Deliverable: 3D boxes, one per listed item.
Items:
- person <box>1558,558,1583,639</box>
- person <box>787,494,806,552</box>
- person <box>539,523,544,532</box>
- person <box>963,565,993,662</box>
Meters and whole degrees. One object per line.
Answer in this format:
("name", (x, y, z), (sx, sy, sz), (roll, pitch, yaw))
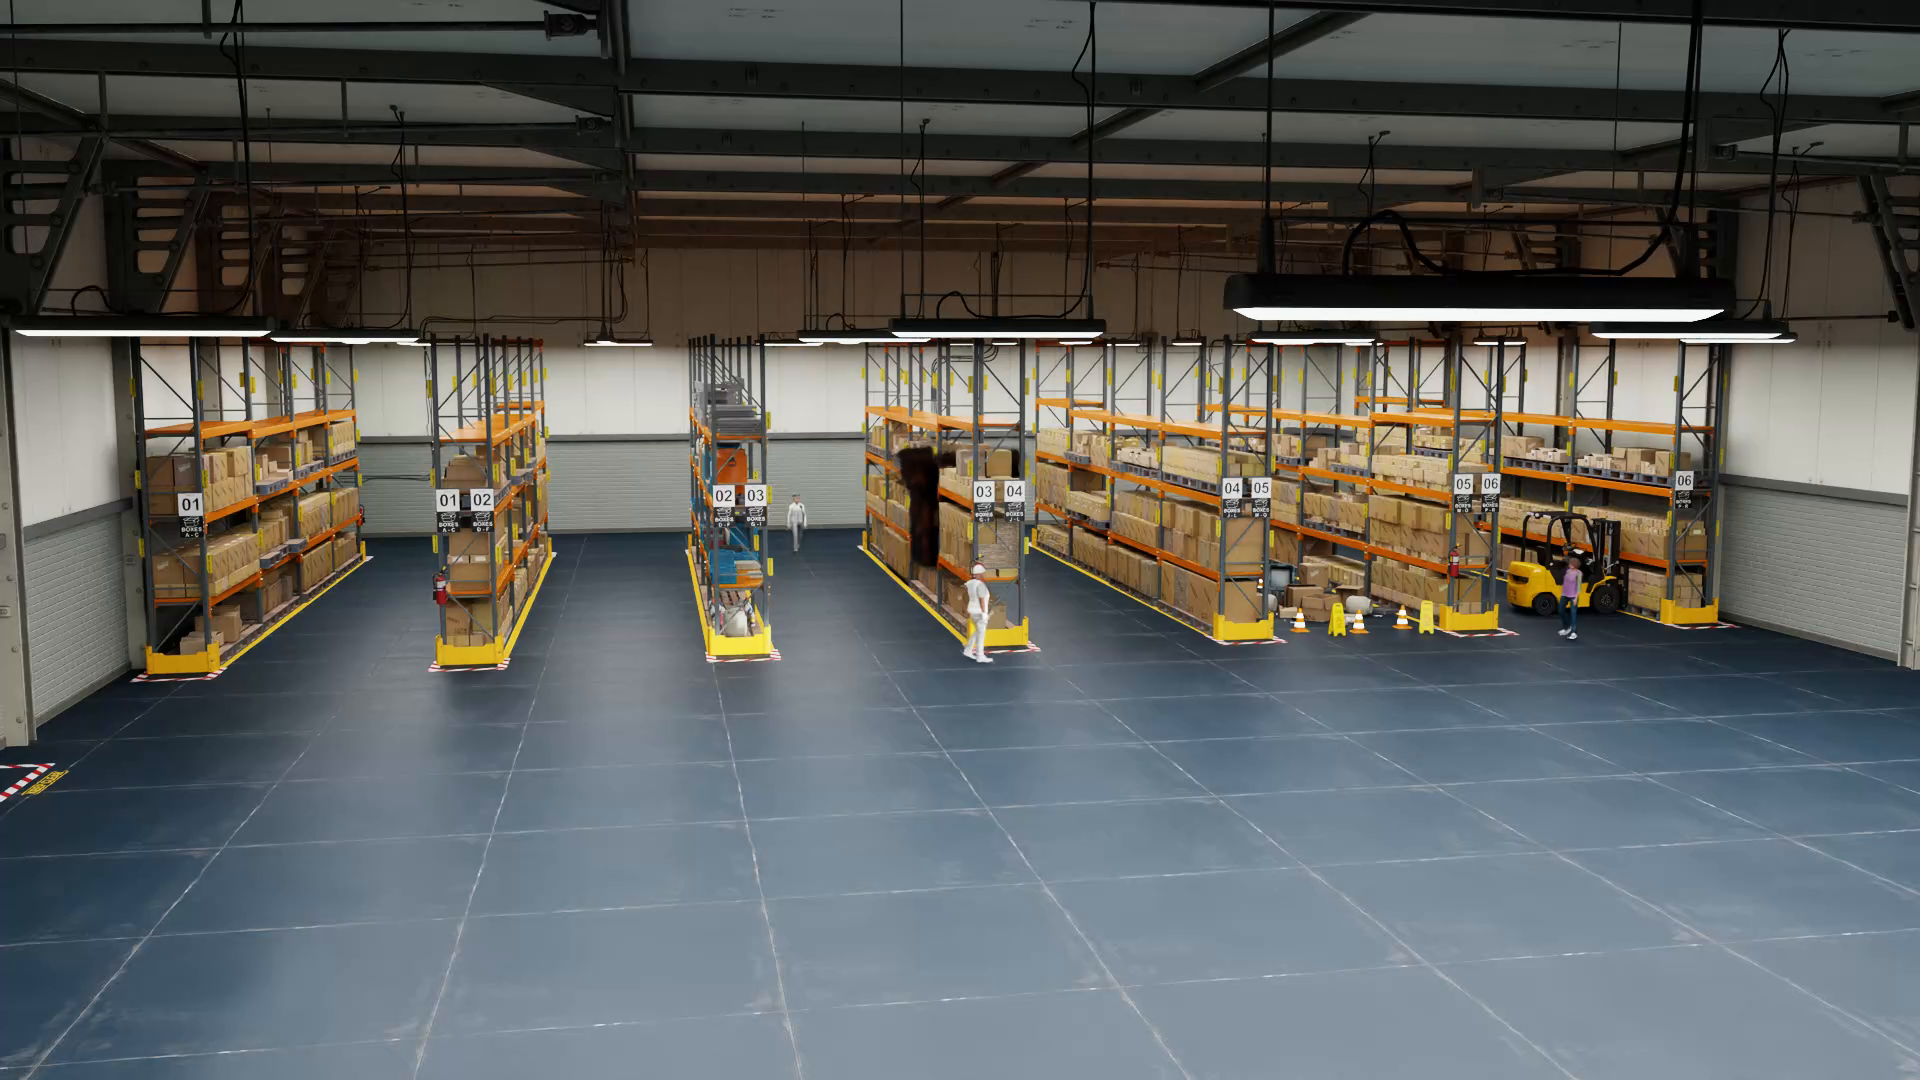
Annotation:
("person", (12.141, 1.151, 33.087), (0.376, 1.597, 0.513), (-4, 8, -34))
("person", (-4.636, -0.503, 47.244), (0.522, 1.631, 0.975), (-2, 7, -16))
("person", (-12.250, -0.622, 48.007), (1.005, 1.730, 0.641), (6, 9, 40))
("person", (0.349, 1.350, 30.574), (0.440, 1.800, 0.658), (-3, 7, -24))
